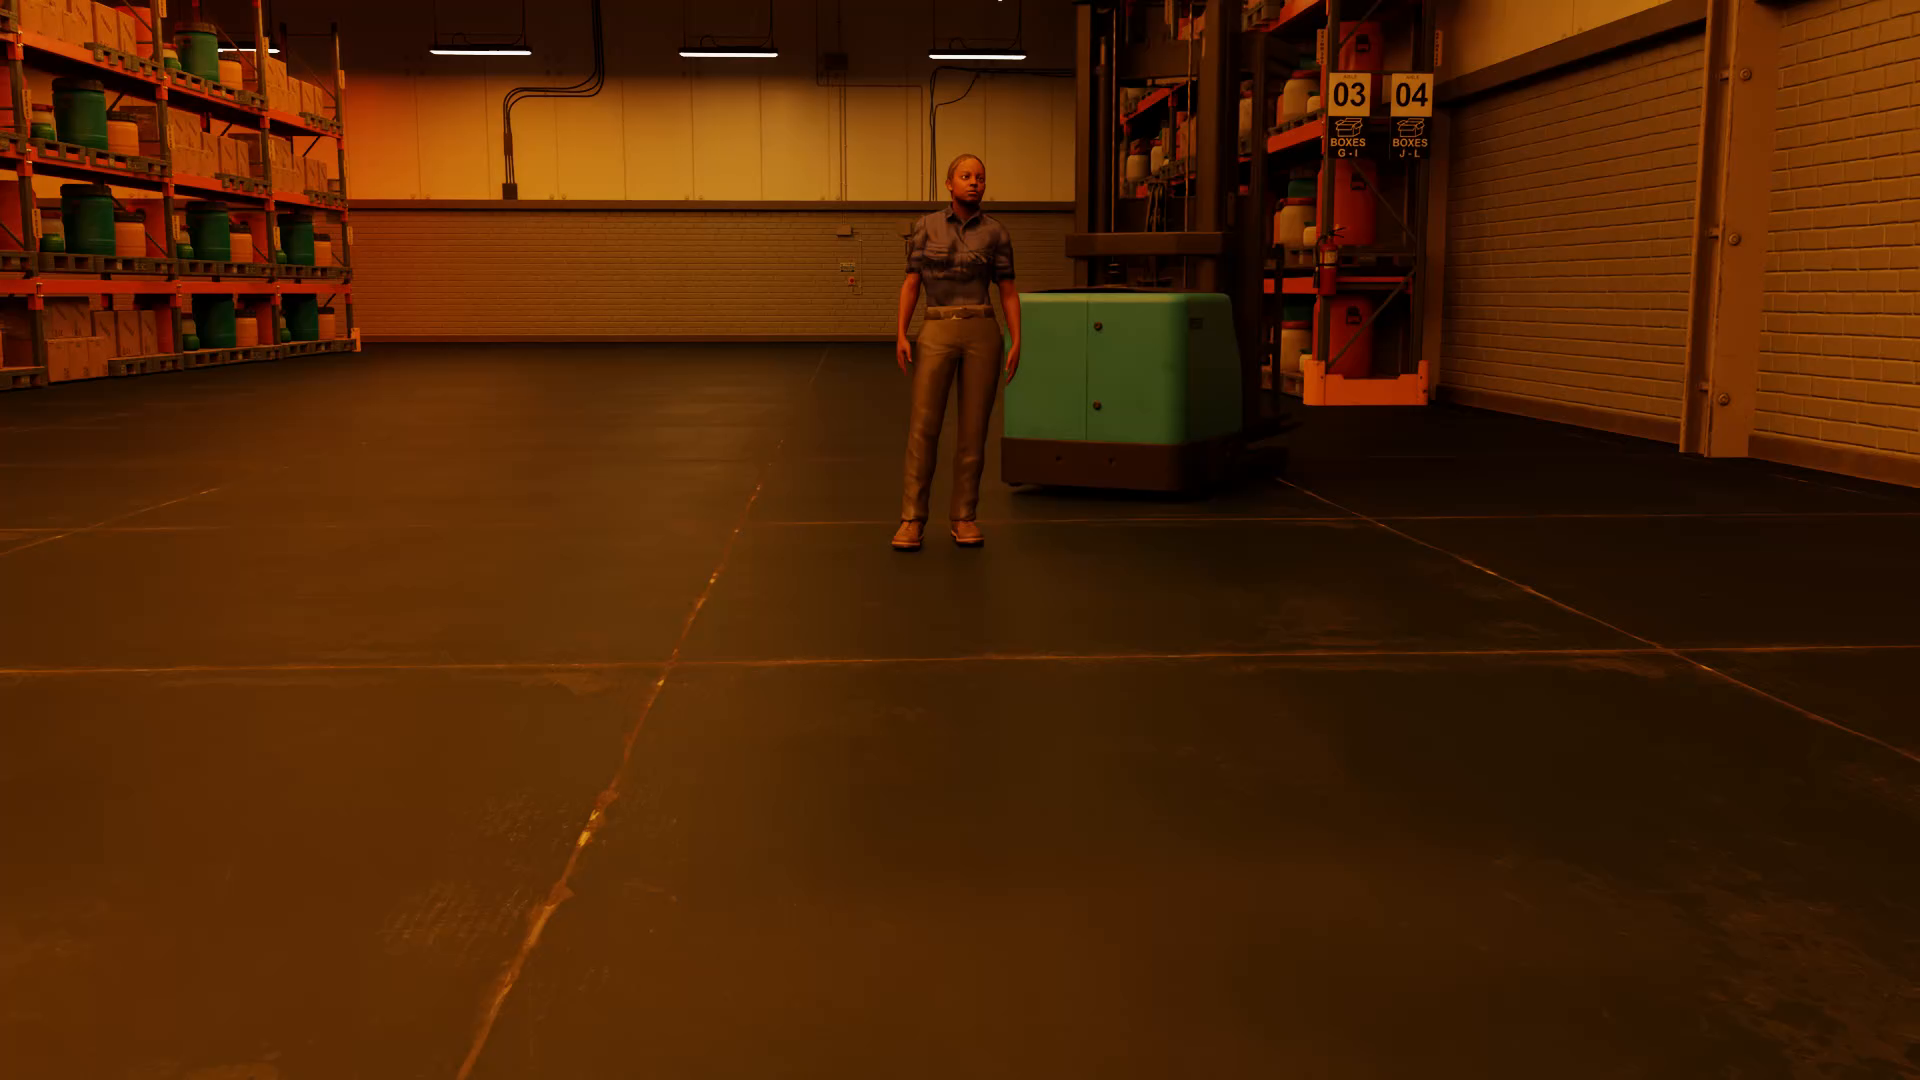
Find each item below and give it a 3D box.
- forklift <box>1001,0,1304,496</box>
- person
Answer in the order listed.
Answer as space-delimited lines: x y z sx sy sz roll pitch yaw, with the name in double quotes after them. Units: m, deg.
1.333 -1.853 9.812 1.130 2.935 3.031 4 9 26 "forklift"
-0.015 -0.813 7.099 0.569 1.656 0.503 -1 8 -4 "person"
